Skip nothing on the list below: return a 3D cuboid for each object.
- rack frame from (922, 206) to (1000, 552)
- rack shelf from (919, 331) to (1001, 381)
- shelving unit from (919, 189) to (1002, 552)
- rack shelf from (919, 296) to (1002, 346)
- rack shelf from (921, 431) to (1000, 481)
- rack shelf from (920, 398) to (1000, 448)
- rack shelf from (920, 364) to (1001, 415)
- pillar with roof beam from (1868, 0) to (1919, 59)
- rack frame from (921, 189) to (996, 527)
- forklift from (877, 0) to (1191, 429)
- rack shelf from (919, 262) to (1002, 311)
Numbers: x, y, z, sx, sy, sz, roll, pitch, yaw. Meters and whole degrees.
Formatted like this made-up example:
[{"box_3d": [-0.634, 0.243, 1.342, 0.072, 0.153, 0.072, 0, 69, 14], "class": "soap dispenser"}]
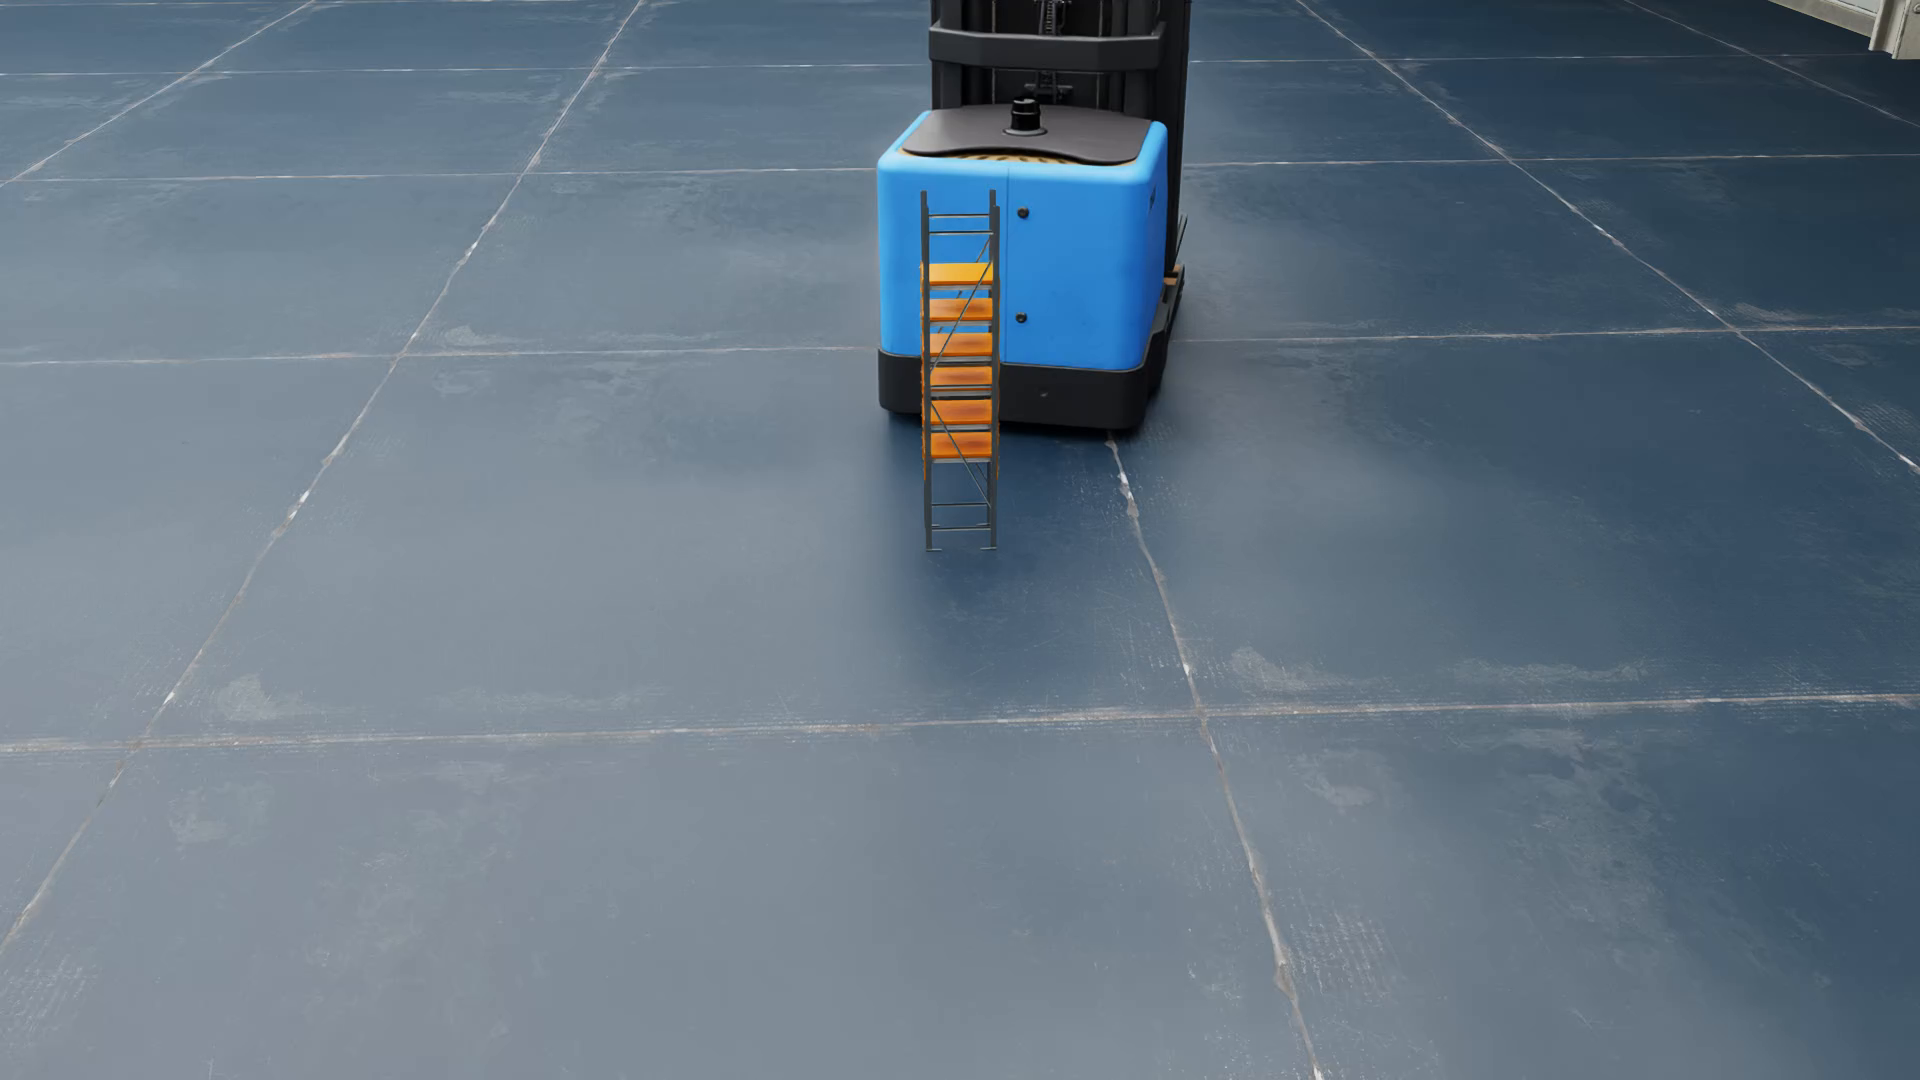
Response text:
[{"box_3d": [0.004, -0.496, 5.404, 0.240, 1.200, 0.006, -1, 28, -3], "class": "rack frame"}, {"box_3d": [-0.001, -0.606, 5.450, 0.258, 0.103, 0.180, -1, 28, -3], "class": "rack shelf"}, {"box_3d": [-0.001, -0.539, 5.485, 0.258, 1.200, 0.189, -1, 28, -3], "class": "shelving unit"}, {"box_3d": [-0.001, -0.712, 5.395, 0.258, 0.103, 0.180, -1, 28, -3], "class": "rack shelf"}, {"box_3d": [-0.001, -0.286, 5.617, 0.258, 0.103, 0.180, -1, 28, -3], "class": "rack shelf"}, {"box_3d": [-0.001, -0.393, 5.561, 0.258, 0.103, 0.180, -1, 28, -3], "class": "rack shelf"}, {"box_3d": [-0.001, -0.499, 5.506, 0.258, 0.103, 0.180, -1, 28, -3], "class": "rack shelf"}, {"box_3d": [3.102, -7.712, 10.805, 9.100, 9.000, 0.400, -1, 28, -3], "class": "pillar with roof beam"}, {"box_3d": [-0.006, -0.581, 5.566, 0.240, 1.200, 0.006, -1, 28, -3], "class": "rack frame"}, {"box_3d": [0.468, -2.387, 7.157, 1.130, 2.935, 3.031, 5, 28, 10], "class": "forklift"}, {"box_3d": [-0.001, -0.818, 5.339, 0.258, 0.103, 0.180, -1, 28, -3], "class": "rack shelf"}]
